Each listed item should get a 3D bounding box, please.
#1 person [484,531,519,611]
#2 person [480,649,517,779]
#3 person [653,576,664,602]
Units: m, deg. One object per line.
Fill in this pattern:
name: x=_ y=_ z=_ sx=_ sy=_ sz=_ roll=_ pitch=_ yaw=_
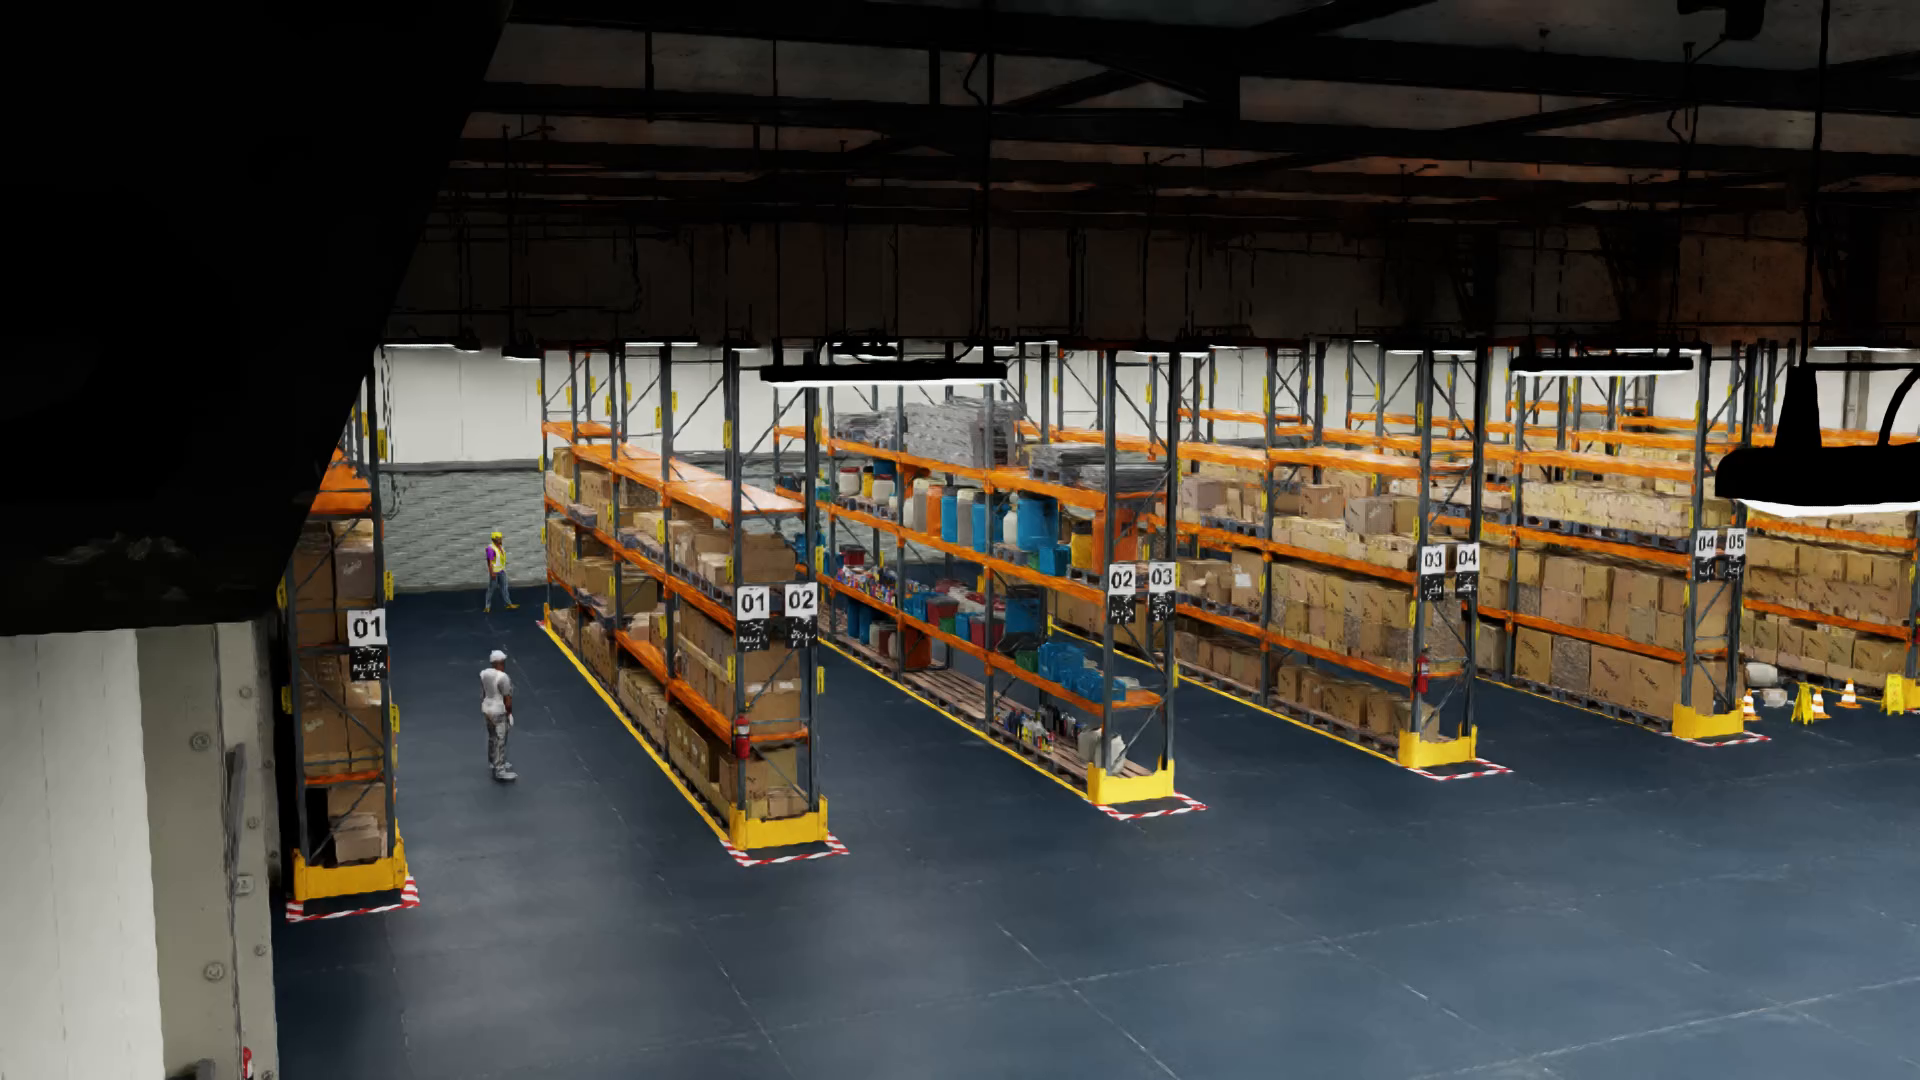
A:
person: x=-10.189 y=0.675 z=36.720 sx=0.568 sy=1.755 sz=0.744 roll=2 pitch=8 yaw=17
person: x=-6.426 y=2.407 z=23.280 sx=0.634 sy=1.789 sz=0.467 roll=6 pitch=10 yaw=41
person: x=-6.396 y=0.952 z=35.043 sx=0.555 sy=1.673 sz=1.029 roll=-3 pitch=8 yaw=-23
